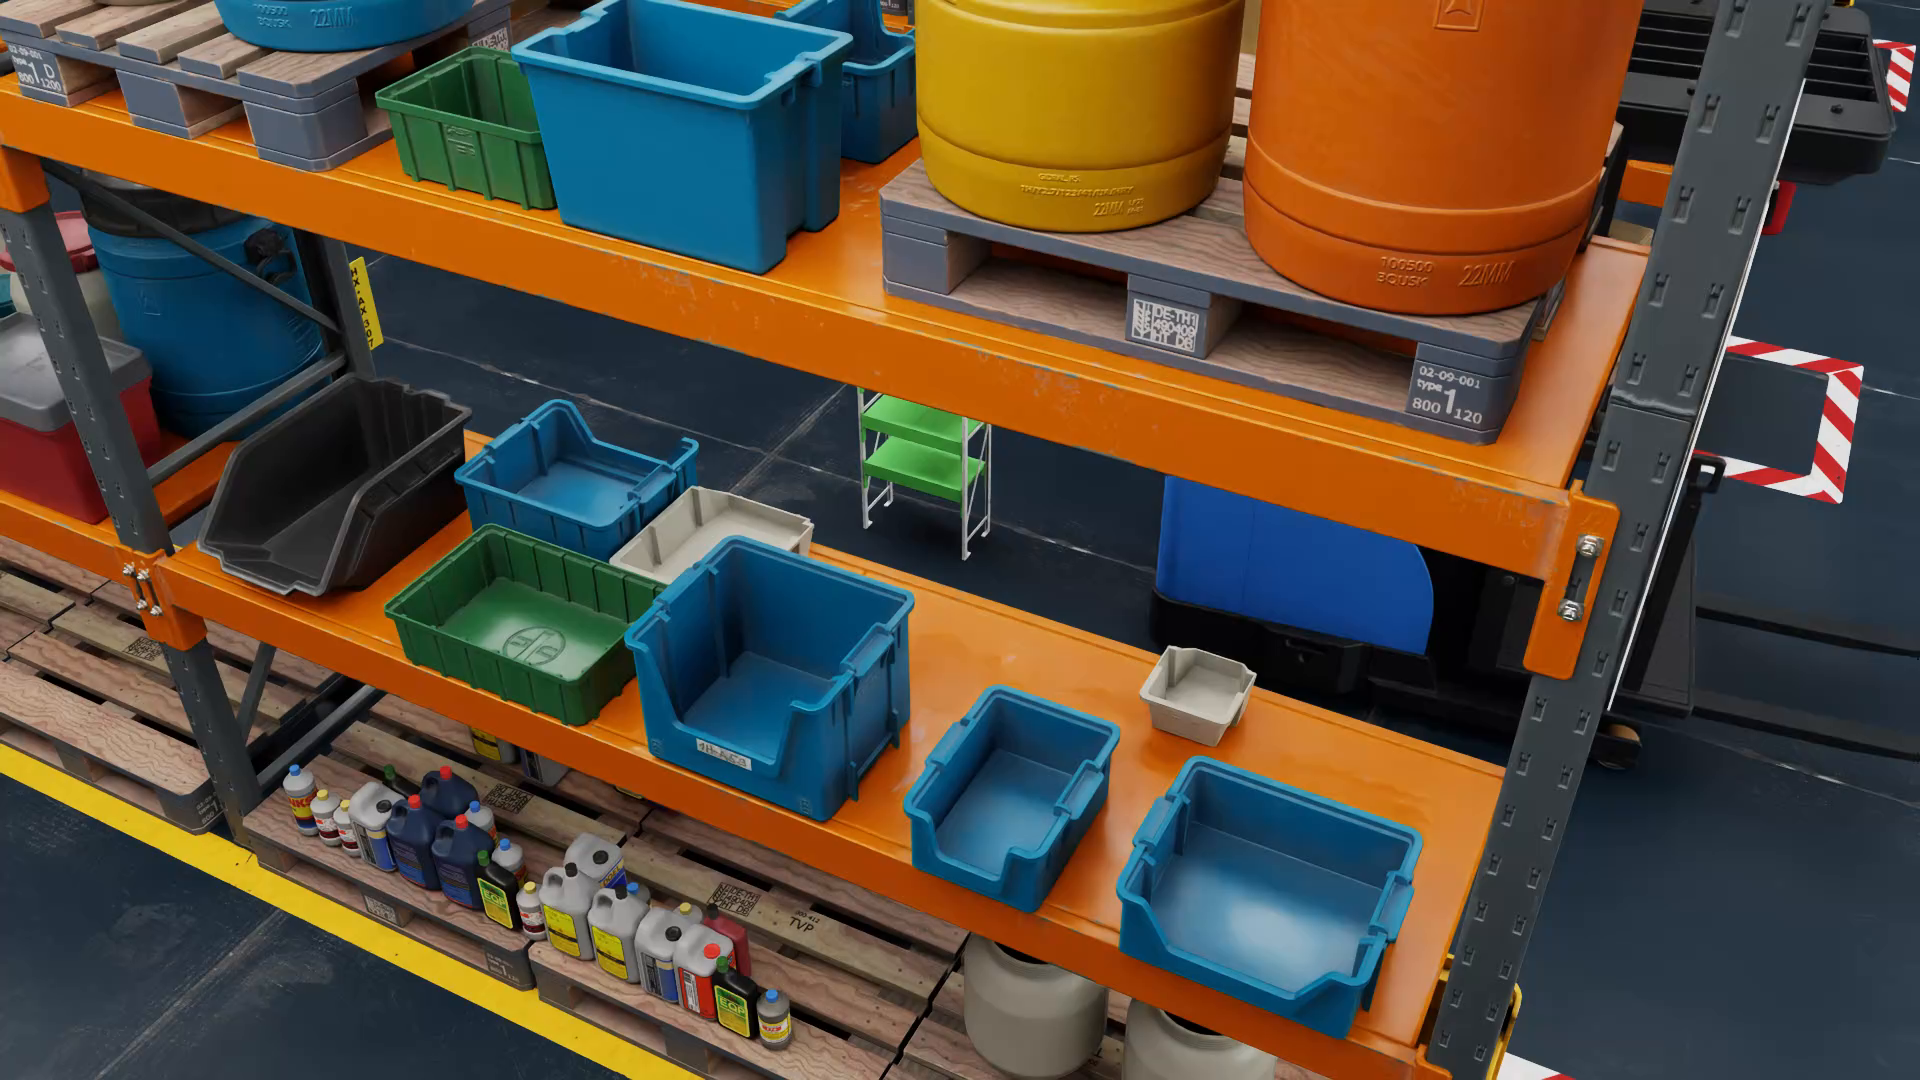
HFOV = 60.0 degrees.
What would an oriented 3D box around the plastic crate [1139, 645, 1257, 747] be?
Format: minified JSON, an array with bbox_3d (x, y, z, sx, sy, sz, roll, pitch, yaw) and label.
[{"bbox_3d":[0.640,0.415,4.440,0.250,0.136,0.298,17,41,21],"label":"plastic crate"}]

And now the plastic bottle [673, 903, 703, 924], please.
[{"bbox_3d":[-0.839,1.200,5.138,0.097,0.201,0.097,0,37,0],"label":"plastic bottle"}]

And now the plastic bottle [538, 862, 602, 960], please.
[{"bbox_3d":[-1.194,1.117,5.124,0.185,0.351,0.144,17,40,21],"label":"plastic bottle"}]

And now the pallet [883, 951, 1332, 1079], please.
[{"bbox_3d":[0.479,1.618,4.944,1.213,0.211,1.003,17,41,21],"label":"pallet"}]

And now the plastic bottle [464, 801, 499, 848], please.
[{"bbox_3d":[-1.555,0.954,5.405,0.097,0.271,0.097,0,37,0],"label":"plastic bottle"}]

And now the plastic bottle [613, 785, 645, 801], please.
[{"bbox_3d":[-1.128,0.756,5.656,0.133,0.283,0.061,17,41,21],"label":"plastic bottle"}]

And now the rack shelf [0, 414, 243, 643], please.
[{"bbox_3d":[-4.041,-0.650,6.220,4.000,0.370,1.077,17,41,21],"label":"rack shelf"}]

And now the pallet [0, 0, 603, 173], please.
[{"bbox_3d":[-1.580,-1.352,4.225,1.003,0.211,1.213,17,41,21],"label":"pallet"}]

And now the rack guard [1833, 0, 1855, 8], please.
[{"bbox_3d":[5.957,-3.560,11.526,0.348,0.500,1.175,17,41,21],"label":"rack guard"}]

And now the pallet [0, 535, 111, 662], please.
[{"bbox_3d":[-4.068,0.194,6.820,1.213,0.211,1.003,17,41,21],"label":"pallet"}]

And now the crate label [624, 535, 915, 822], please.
[{"bbox_3d":[-0.472,0.351,4.277,0.616,0.435,0.502,17,41,21],"label":"crate label"}]

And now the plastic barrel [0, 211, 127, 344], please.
[{"bbox_3d":[-3.014,-0.818,5.735,0.433,0.535,0.433,0,37,0],"label":"plastic barrel"}]

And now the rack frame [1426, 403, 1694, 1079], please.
[{"bbox_3d":[1.287,0.732,3.805,0.127,3.000,1.000,17,41,21],"label":"rack frame"}]

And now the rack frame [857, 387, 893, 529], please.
[{"bbox_3d":[-0.364,-0.592,7.037,0.015,1.200,0.240,17,41,21],"label":"rack frame"}]

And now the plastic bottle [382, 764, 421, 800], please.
[{"bbox_3d":[-1.836,0.868,5.508,0.133,0.283,0.061,17,41,21],"label":"plastic bottle"}]

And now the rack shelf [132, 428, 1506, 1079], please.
[{"bbox_3d":[-0.489,0.462,4.755,4.000,0.370,1.077,17,41,21],"label":"rack shelf"}]

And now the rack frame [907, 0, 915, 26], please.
[{"bbox_3d":[0.013,-3.040,8.773,0.127,3.000,1.000,17,41,21],"label":"rack frame"}]

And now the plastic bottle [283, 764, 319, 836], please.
[{"bbox_3d":[-2.184,0.855,5.535,0.097,0.271,0.097,0,37,0],"label":"plastic bottle"}]

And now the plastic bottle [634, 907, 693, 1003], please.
[{"bbox_3d":[-0.880,1.243,5.021,0.135,0.276,0.152,16,40,20],"label":"plastic bottle"}]

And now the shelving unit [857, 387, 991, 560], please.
[{"bbox_3d":[-0.147,-0.524,6.948,0.503,1.200,0.258,17,41,21],"label":"shelving unit"}]

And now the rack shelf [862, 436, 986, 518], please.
[{"bbox_3d":[-0.147,-0.282,7.132,0.480,0.148,0.258,17,41,21],"label":"rack shelf"}]

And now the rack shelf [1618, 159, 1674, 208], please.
[{"bbox_3d":[1.788,-2.197,8.258,4.000,0.370,1.077,17,41,21],"label":"rack shelf"}]

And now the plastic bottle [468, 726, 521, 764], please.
[{"bbox_3d":[-1.627,0.601,5.804,0.185,0.351,0.144,17,41,21],"label":"plastic bottle"}]

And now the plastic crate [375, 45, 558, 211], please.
[{"bbox_3d":[-0.989,-0.906,3.657,0.450,0.188,0.336,17,41,21],"label":"plastic crate"}]

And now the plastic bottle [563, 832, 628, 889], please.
[{"bbox_3d":[-1.148,1.061,5.261,0.135,0.276,0.152,17,41,21],"label":"plastic bottle"}]

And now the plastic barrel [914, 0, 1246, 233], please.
[{"bbox_3d":[0.216,-0.954,3.042,0.600,0.588,0.600,0,37,0],"label":"plastic barrel"}]

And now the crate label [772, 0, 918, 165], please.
[{"bbox_3d":[-0.224,-1.102,3.862,0.408,0.251,0.502,17,41,21],"label":"crate label"}]

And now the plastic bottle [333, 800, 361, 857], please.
[{"bbox_3d":[-2.003,0.939,5.482,0.097,0.201,0.097,0,37,0],"label":"plastic bottle"}]

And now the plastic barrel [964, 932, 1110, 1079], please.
[{"bbox_3d":[0.222,1.274,4.801,0.421,0.512,0.421,0,37,0],"label":"plastic barrel"}]

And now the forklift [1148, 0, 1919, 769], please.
[{"bbox_3d":[2.324,-0.687,5.730,3.031,2.935,1.130,12,39,16],"label":"forklift"}]

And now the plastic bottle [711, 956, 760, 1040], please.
[{"bbox_3d":[-0.658,1.341,4.886,0.133,0.283,0.061,18,41,23],"label":"plastic bottle"}]

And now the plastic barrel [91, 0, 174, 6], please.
[{"bbox_3d":[-1.973,-1.562,3.906,0.421,0.512,0.421,0,37,0],"label":"plastic barrel"}]

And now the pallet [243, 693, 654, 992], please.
[{"bbox_3d":[-1.688,0.939,5.838,1.213,0.211,1.003,17,41,21],"label":"pallet"}]

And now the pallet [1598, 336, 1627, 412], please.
[{"bbox_3d":[2.792,-1.083,8.502,1.213,0.211,1.003,17,41,21],"label":"pallet"}]

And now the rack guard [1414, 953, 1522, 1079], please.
[{"bbox_3d":[1.198,1.732,4.555,0.348,0.500,1.175,17,41,21],"label":"rack guard"}]

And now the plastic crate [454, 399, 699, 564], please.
[{"bbox_3d":[-1.158,-0.159,5.102,0.616,0.251,0.499,17,41,21],"label":"plastic crate"}]

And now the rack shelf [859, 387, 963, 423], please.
[{"bbox_3d":[-0.147,-0.664,6.841,0.480,0.148,0.258,17,41,21],"label":"rack shelf"}]

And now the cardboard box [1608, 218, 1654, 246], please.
[{"bbox_3d":[3.018,-1.282,8.178,0.500,0.500,0.500,25,44,29],"label":"cardboard box"}]

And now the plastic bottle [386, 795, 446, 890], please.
[{"bbox_3d":[-1.739,0.947,5.349,0.185,0.351,0.144,18,41,23],"label":"plastic bottle"}]

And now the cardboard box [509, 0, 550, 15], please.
[{"bbox_3d":[-2.455,-3.318,10.223,0.500,0.250,0.500,22,42,26],"label":"cardboard box"}]

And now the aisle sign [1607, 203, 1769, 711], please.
[{"bbox_3d":[1.214,-0.124,2.783,0.004,0.787,0.394,17,41,21],"label":"aisle sign"}]

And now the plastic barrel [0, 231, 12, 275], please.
[{"bbox_3d":[-3.665,-1.022,6.003,0.433,0.535,0.433,0,37,0],"label":"plastic barrel"}]

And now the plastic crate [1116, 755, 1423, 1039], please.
[{"bbox_3d":[0.705,0.813,3.822,0.616,0.251,0.499,17,41,21],"label":"plastic crate"}]

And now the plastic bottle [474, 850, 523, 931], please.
[{"bbox_3d":[-1.444,1.094,5.210,0.133,0.283,0.061,19,41,23],"label":"plastic bottle"}]
